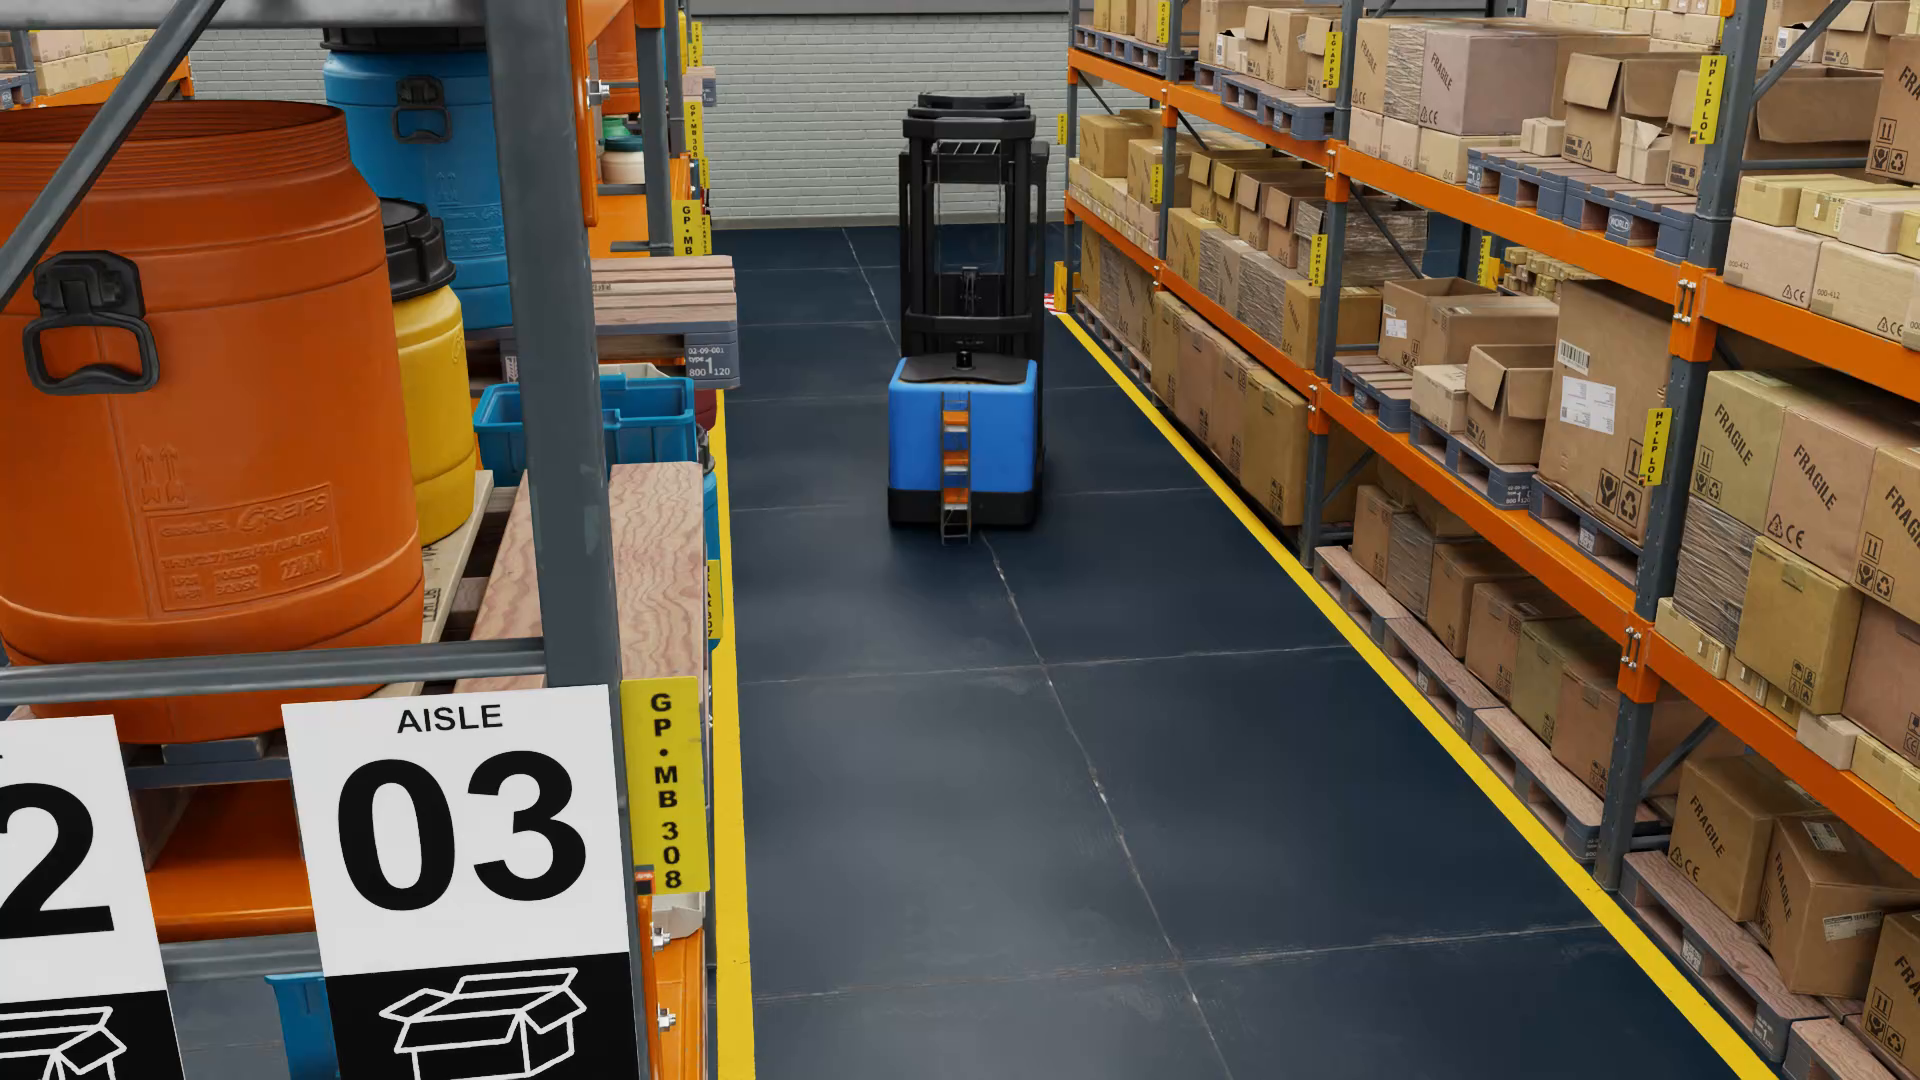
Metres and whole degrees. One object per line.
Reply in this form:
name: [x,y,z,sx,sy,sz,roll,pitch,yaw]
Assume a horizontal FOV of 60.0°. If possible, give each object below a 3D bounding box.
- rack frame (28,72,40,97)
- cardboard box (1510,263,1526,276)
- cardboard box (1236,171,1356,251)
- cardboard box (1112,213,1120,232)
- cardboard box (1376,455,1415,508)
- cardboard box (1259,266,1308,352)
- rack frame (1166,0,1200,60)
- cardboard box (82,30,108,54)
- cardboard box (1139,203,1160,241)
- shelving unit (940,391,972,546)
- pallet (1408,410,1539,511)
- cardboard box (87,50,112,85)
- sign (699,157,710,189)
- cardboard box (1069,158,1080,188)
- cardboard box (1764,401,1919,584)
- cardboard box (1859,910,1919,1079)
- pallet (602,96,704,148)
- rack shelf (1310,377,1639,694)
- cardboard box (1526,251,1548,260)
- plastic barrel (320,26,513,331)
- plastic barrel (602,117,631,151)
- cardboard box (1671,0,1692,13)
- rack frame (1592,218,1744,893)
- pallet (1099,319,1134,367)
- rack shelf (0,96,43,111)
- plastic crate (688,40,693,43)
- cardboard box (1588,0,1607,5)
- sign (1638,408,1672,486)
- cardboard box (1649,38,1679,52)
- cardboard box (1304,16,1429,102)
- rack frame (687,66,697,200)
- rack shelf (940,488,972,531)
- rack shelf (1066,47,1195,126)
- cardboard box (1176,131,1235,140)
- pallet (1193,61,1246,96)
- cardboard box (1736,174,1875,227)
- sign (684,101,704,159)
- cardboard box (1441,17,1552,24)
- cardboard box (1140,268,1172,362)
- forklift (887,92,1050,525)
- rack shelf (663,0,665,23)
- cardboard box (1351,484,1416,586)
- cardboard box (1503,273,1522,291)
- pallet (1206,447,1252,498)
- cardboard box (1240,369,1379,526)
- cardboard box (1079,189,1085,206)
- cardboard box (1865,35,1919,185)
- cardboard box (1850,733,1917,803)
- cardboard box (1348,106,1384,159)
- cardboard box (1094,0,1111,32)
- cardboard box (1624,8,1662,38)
rack frame: [-7.572,-2.137,13.150,1.000,3.000,0.127,-3,21,-8]
cardboard box: [6.399,-3.041,18.621,0.380,0.149,0.250,-2,21,-5]
cardboard box: [2.524,-2.479,12.488,0.797,0.503,0.637,-2,21,-6]
cardboard box: [1.678,-3.051,15.958,0.380,0.149,0.250,-3,21,-9]
cardboard box: [2.935,-0.406,10.388,0.500,0.250,0.500,-2,21,-6]
cardboard box: [2.426,-1.628,11.646,0.500,0.500,0.500,-3,21,-8]
rack frame: [2.232,-5.445,13.435,1.000,3.000,0.127,-3,21,-8]
cardboard box: [-7.530,-4.233,13.977,0.500,0.250,0.500,-3,21,-8]
cardboard box: [1.908,-2.844,14.832,0.500,0.250,0.500,-3,21,-9]
shelving unit: [-0.028,-0.493,11.536,0.215,1.050,0.252,0,20,0]
pallet: [3.134,-0.477,8.980,1.003,0.211,1.213,-3,21,-8]
cardboard box: [-7.536,-3.999,14.063,0.500,0.250,0.500,-3,21,-8]
sign: [-2.704,-3.880,17.584,0.100,0.325,0.005,-3,21,-8]
cardboard box: [1.457,-3.909,17.685,0.500,0.250,0.500,-3,21,-9]
cardboard box: [3.272,-0.178,5.909,0.500,0.500,0.500,-3,21,-8]
cardboard box: [3.660,1.658,5.961,0.500,0.500,0.500,-5,21,-13]
pallet: [-2.106,-2.587,10.338,1.003,0.211,1.213,-3,21,-8]
rack shelf: [3.097,-0.221,9.048,1.077,0.370,4.000,-3,21,-8]
cardboard box: [6.476,-3.087,18.319,0.380,0.149,0.250,-3,21,-7]
plastic barrel: [-1.479,-1.102,4.776,0.600,0.901,0.708,-3,21,-8]
plastic barrel: [-2.007,-2.250,9.388,0.294,0.245,0.294,0,20,0]
cardboard box: [6.714,-4.874,15.122,0.380,0.149,0.250,-3,21,-8]
rack frame: [3.385,0.135,7.068,1.000,3.000,0.127,-3,21,-8]
pallet: [2.020,-2.019,16.821,1.003,0.211,1.213,-3,21,-8]
rack shelf: [-7.283,-2.512,10.897,1.077,0.370,4.000,-3,21,-8]
plastic crate: [-2.821,-4.749,16.160,0.450,0.188,0.336,-3,21,-8]
cardboard box: [6.505,-5.416,16.574,0.380,0.149,0.250,-2,21,-6]
sign: [2.836,-0.378,6.787,0.100,0.325,0.005,-3,21,-8]
cardboard box: [6.756,-4.515,15.445,0.500,0.250,0.500,-3,21,-8]
cardboard box: [2.649,-3.108,10.716,0.797,0.503,0.637,-2,21,-5]
rack frame: [-2.670,-2.385,13.815,1.000,3.000,0.127,-3,21,-8]
rack shelf: [-0.028,-0.223,11.637,0.215,0.259,0.240,0,20,0]
rack shelf: [1.943,-4.396,15.939,1.077,0.370,4.000,-3,21,-8]
cardboard box: [2.273,-3.585,15.745,0.500,0.500,0.500,-4,21,-9]
pallet: [2.413,-3.636,13.150,0.805,0.209,1.217,-4,21,-10]
cardboard box: [3.127,-1.259,6.157,0.380,0.149,0.250,-4,21,-9]
sign: [-1.550,-2.387,9.682,0.100,0.325,0.005,-3,21,-8]
cardboard box: [3.125,-2.784,9.738,0.500,0.500,0.500,-2,21,-6]
cardboard box: [2.216,-2.069,15.405,0.875,0.875,0.875,-3,21,-8]
forklift: [0.113,-1.952,12.753,1.130,2.935,3.031,2,21,4]
rack shelf: [-1.805,-2.594,7.400,1.077,0.370,4.000,-3,21,-8]
cardboard box: [2.925,-0.054,10.518,0.700,0.500,0.500,-4,21,-11]
cardboard box: [6.337,-2.899,18.665,0.380,0.149,0.250,-2,21,-7]
pallet: [2.597,-0.642,13.134,1.003,0.211,1.213,-3,21,-8]
cardboard box: [2.729,-0.692,11.717,1.225,0.875,0.875,-4,21,-10]
cardboard box: [1.455,-3.585,17.388,0.380,0.149,0.250,-3,21,-9]
cardboard box: [3.702,-1.548,6.004,0.500,0.500,0.500,-4,21,-9]
cardboard box: [3.323,0.774,5.717,0.380,0.149,0.250,-3,21,-8]
cardboard box: [2.624,-2.410,9.808,0.500,0.250,0.500,-3,21,-7]
cardboard box: [1.745,-5.337,16.546,0.700,0.500,0.500,-4,21,-10]
cardboard box: [6.693,-4.927,15.834,0.500,0.250,0.500,-2,21,-6]
